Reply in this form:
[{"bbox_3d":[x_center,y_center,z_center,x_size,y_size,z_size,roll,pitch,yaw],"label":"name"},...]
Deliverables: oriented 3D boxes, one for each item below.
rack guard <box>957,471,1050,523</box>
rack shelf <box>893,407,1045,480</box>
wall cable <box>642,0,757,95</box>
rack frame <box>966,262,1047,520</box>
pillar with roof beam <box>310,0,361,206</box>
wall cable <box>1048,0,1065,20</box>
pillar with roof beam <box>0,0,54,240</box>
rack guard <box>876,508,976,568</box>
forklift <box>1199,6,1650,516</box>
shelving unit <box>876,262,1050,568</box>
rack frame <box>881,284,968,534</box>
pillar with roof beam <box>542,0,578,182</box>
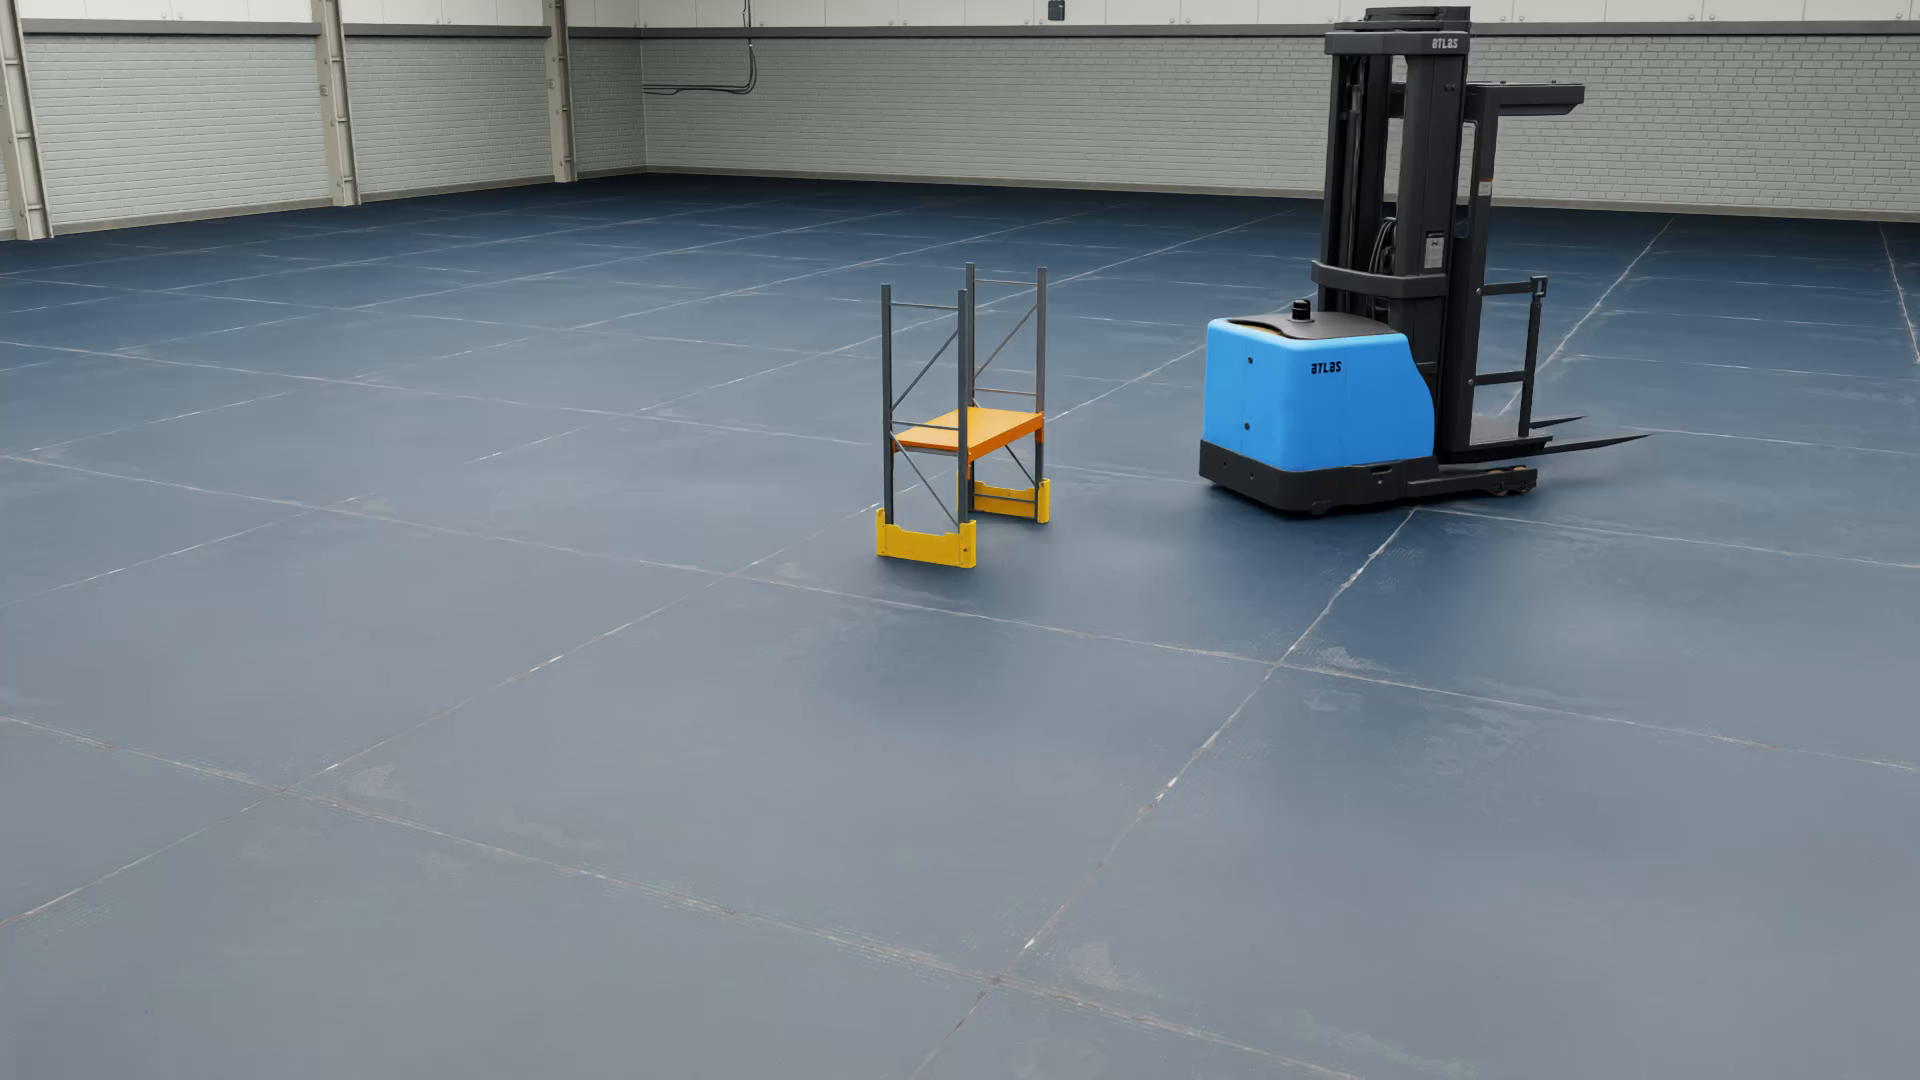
[{"bbox_3d":[0.257,-0.266,9.981,0.587,0.250,0.087,8,18,25],"label":"rack guard"},{"bbox_3d":[0.038,-0.568,9.435,0.538,0.185,1.000,8,18,25],"label":"rack shelf"},{"bbox_3d":[-5.736,-10.897,35.861,3.097,2.526,0.112,8,18,25],"label":"wall cable"},{"bbox_3d":[0.265,-0.870,9.820,0.500,1.500,0.032,8,18,25],"label":"rack frame"},{"bbox_3d":[-7.065,-9.727,26.469,9.100,9.000,0.400,8,18,25],"label":"pillar with roof beam"},{"bbox_3d":[2.750,-12.804,30.854,2.305,6.003,0.169,8,18,25],"label":"wall cable"},{"bbox_3d":[-9.746,-8.199,21.324,9.100,9.000,0.400,8,18,25],"label":"pillar with roof beam"},{"bbox_3d":[-0.188,-0.012,9.127,0.587,0.250,0.087,8,18,25],"label":"rack guard"},{"bbox_3d":[3.097,-1.808,10.465,3.031,2.935,1.130,-7,18,-23],"label":"forklift"},{"bbox_3d":[0.034,-0.738,9.376,0.587,1.500,1.083,8,18,25],"label":"shelving unit"},{"bbox_3d":[-0.189,-0.611,8.948,0.500,1.500,0.032,8,18,25],"label":"rack frame"},{"bbox_3d":[-4.384,-11.255,31.615,9.100,9.000,0.400,8,18,25],"label":"pillar with roof beam"}]
